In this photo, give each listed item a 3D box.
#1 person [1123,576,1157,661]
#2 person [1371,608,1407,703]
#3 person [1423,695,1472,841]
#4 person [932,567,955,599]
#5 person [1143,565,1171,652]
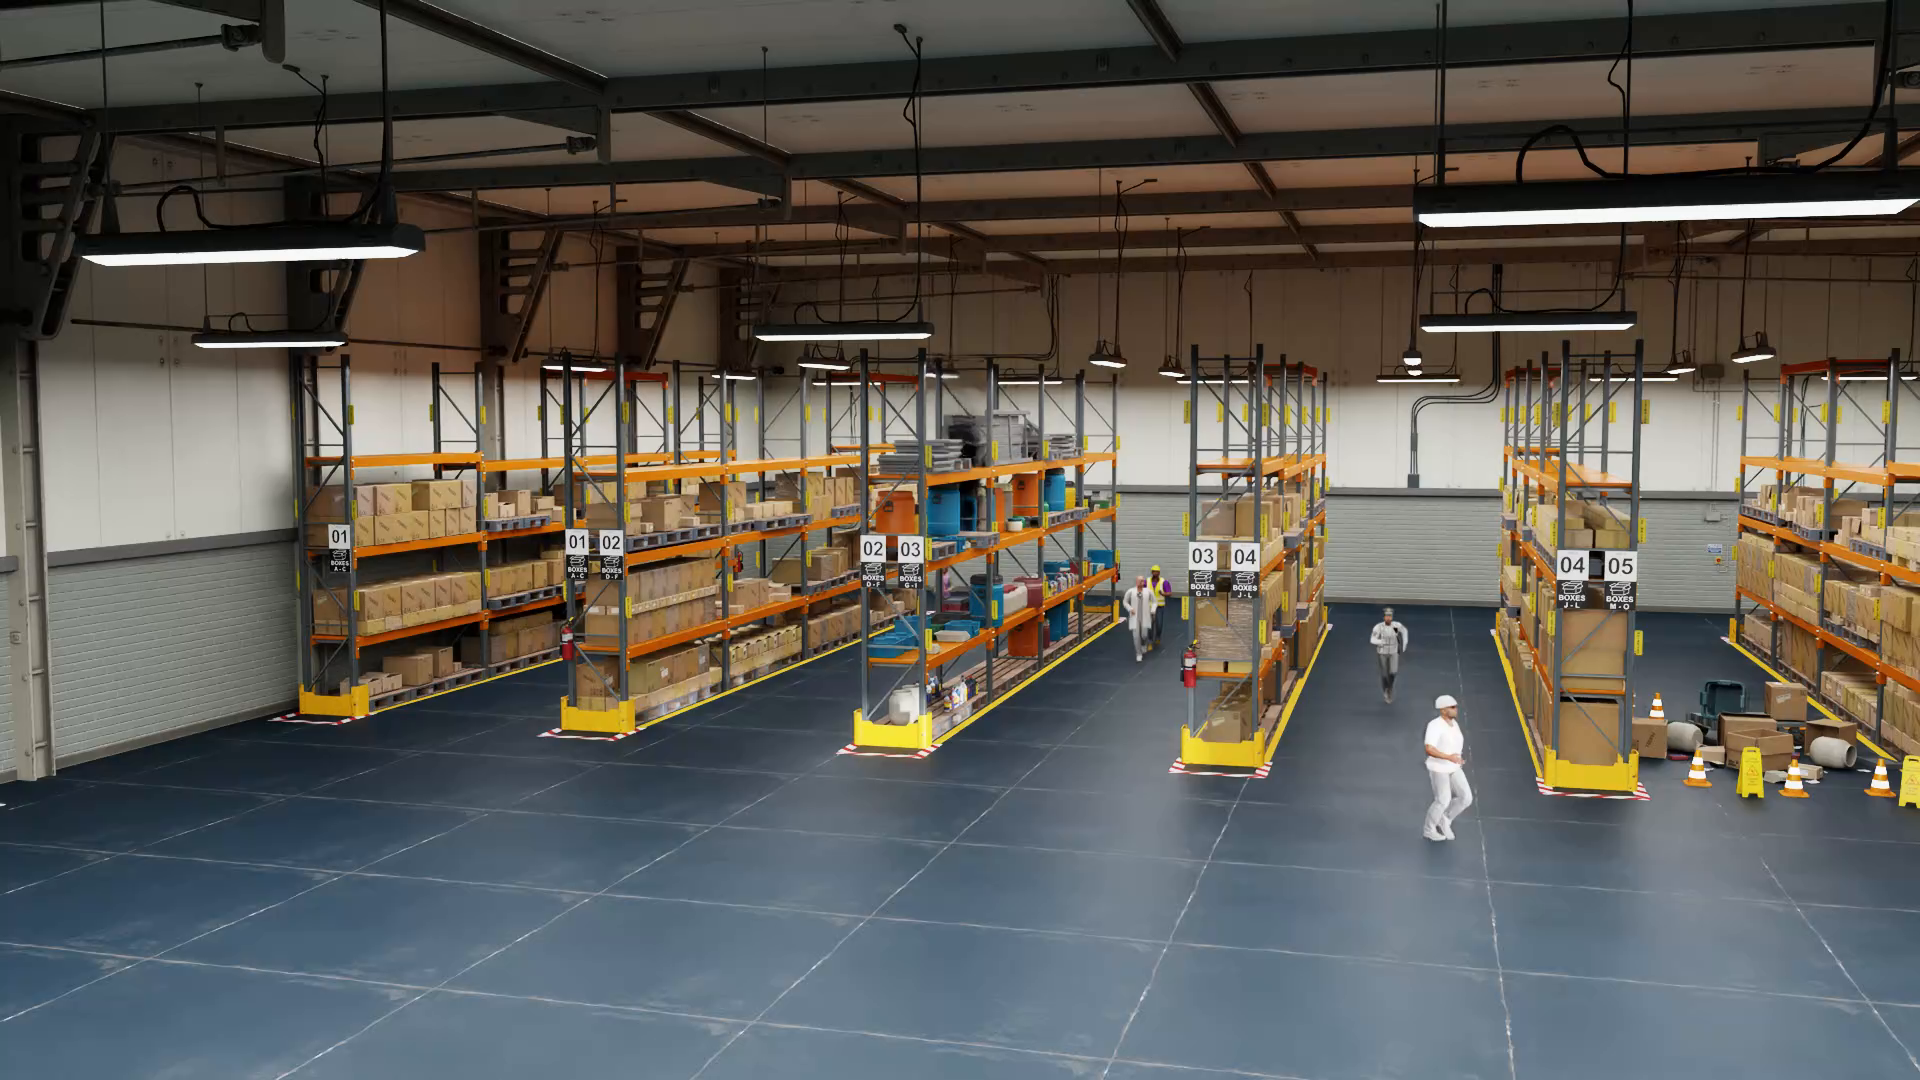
[{"bbox_3d":[3.677,1.597,33.993,0.711,1.735,0.636,0,4,6],"label":"person"},{"bbox_3d":[7.454,1.992,28.887,0.642,1.670,0.782,1,4,10],"label":"person"},{"bbox_3d":[5.683,2.674,19.397,0.681,1.737,0.633,-4,6,-40],"label":"person"},{"bbox_3d":[-0.393,1.339,38.417,0.547,1.563,0.755,1,4,8],"label":"person"},{"bbox_3d":[4.170,1.438,35.554,0.686,1.804,0.869,0,4,6],"label":"person"}]
